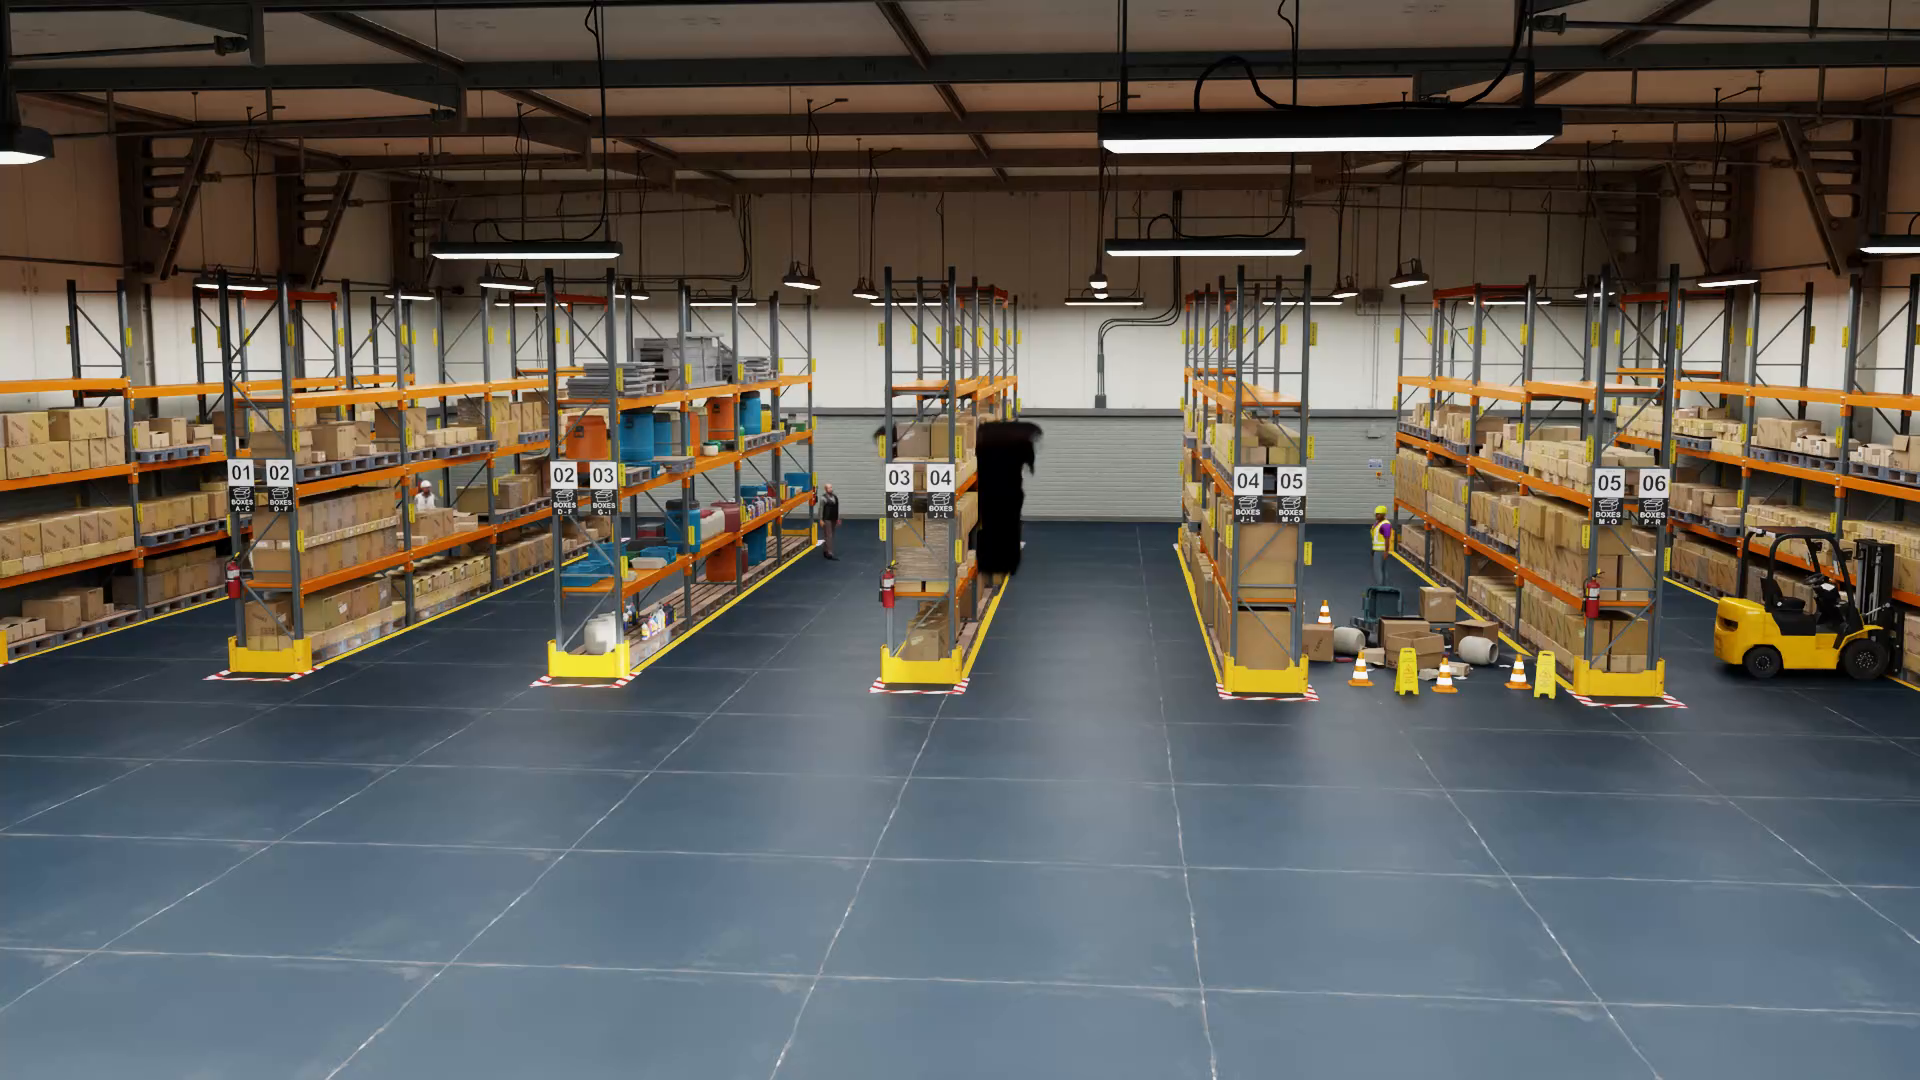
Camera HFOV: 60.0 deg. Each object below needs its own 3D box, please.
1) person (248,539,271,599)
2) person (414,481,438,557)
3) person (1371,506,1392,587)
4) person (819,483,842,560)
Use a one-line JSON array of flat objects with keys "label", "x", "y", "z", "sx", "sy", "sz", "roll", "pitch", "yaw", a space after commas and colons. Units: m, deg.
[{"label": "person", "x": -12.768, "y": 0.489, "z": 30.476, "sx": 0.422, "sy": 1.633, "sz": 0.980, "roll": 0, "pitch": 7, "yaw": -2}, {"label": "person", "x": -12.251, "y": -0.504, "z": 38.196, "sx": 0.494, "sy": 1.731, "sz": 0.841, "roll": 0, "pitch": 7, "yaw": 2}, {"label": "person", "x": 8.143, "y": 0.213, "z": 32.300, "sx": 0.447, "sy": 1.770, "sz": 0.598, "roll": 2, "pitch": 7, "yaw": 17}, {"label": "person", "x": -2.886, "y": -0.430, "z": 37.756, "sx": 0.573, "sy": 1.719, "sz": 0.573, "roll": 4, "pitch": 8, "yaw": 30}]
